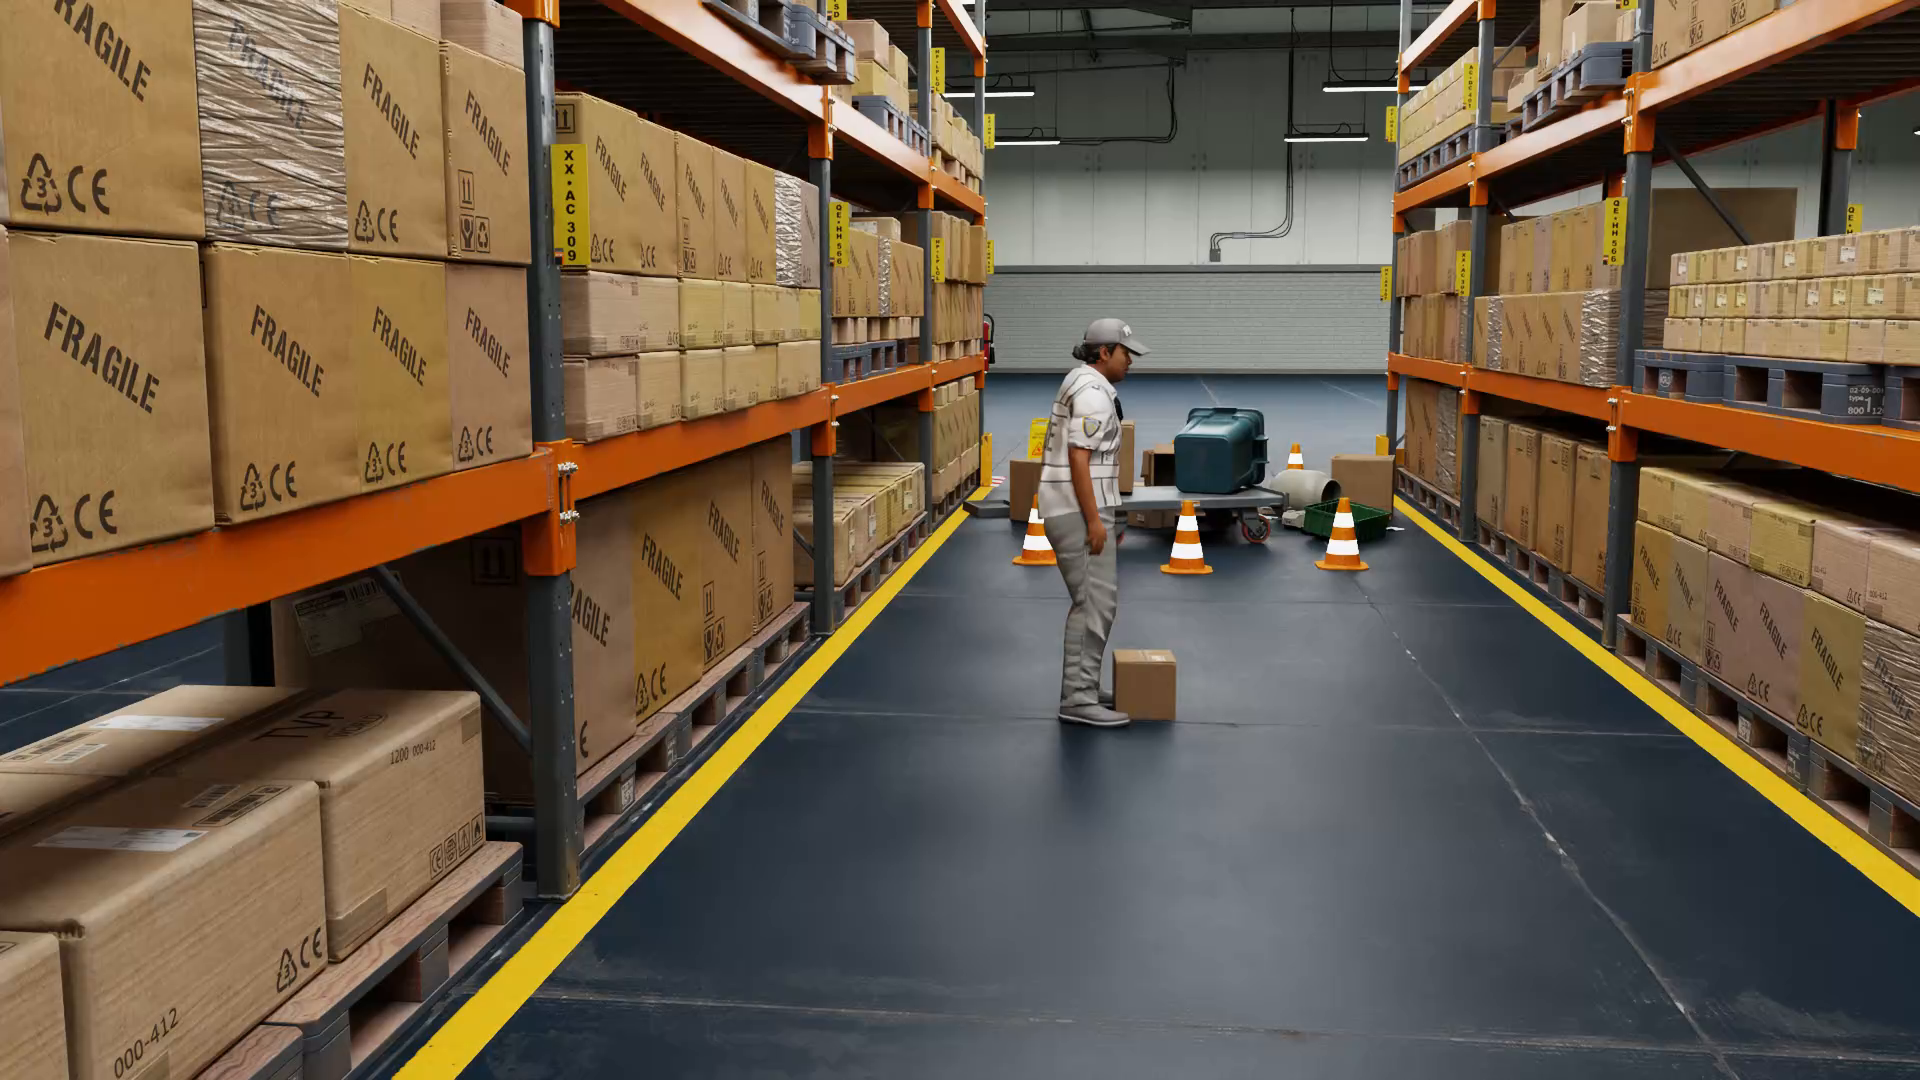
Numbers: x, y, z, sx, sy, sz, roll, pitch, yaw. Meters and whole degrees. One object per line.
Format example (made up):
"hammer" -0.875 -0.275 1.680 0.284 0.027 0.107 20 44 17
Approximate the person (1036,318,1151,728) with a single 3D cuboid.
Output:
"person" 0.554 -0.091 6.953 0.470 1.664 0.549 0 8 4
